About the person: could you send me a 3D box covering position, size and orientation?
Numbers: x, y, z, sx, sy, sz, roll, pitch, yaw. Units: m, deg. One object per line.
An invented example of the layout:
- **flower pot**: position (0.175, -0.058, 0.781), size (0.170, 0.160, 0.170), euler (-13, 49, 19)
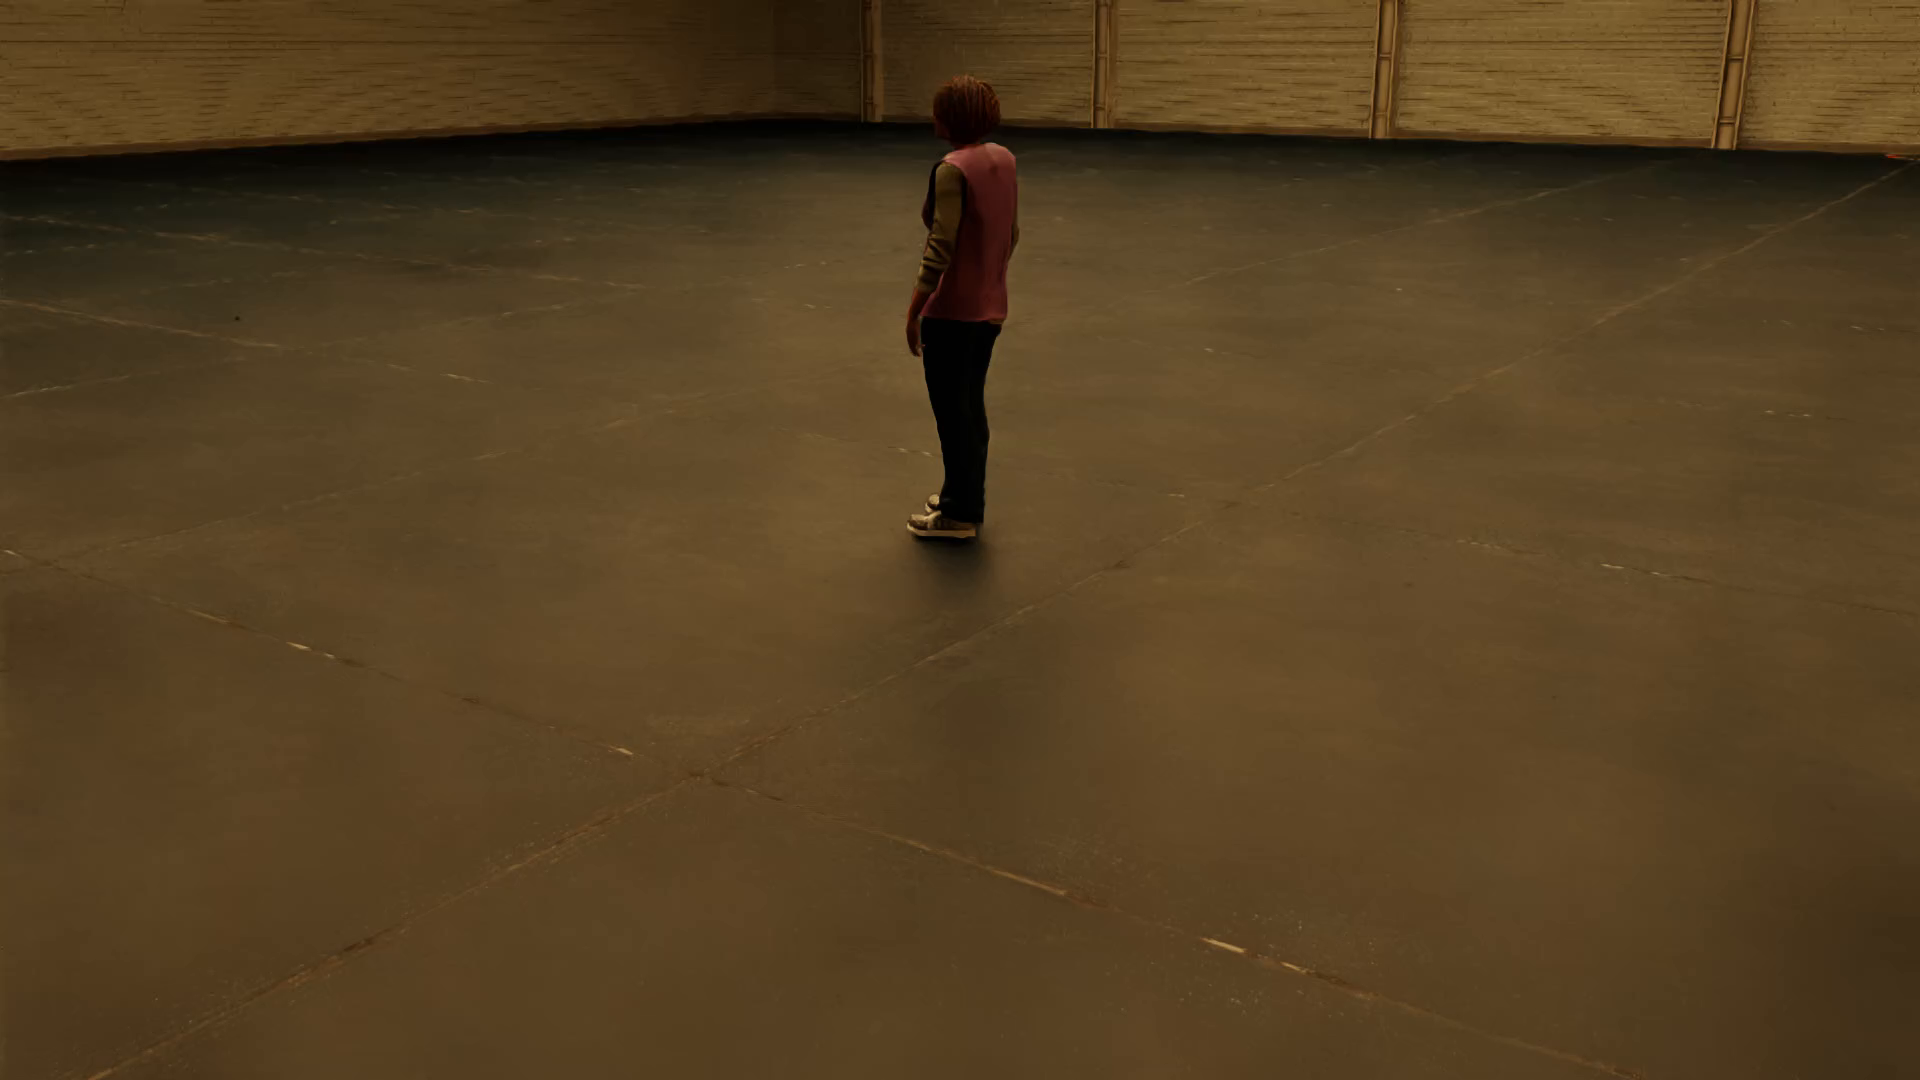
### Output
- **person**: position (-0.053, -0.787, 5.769), size (0.474, 1.597, 0.520), euler (11, 20, 33)
